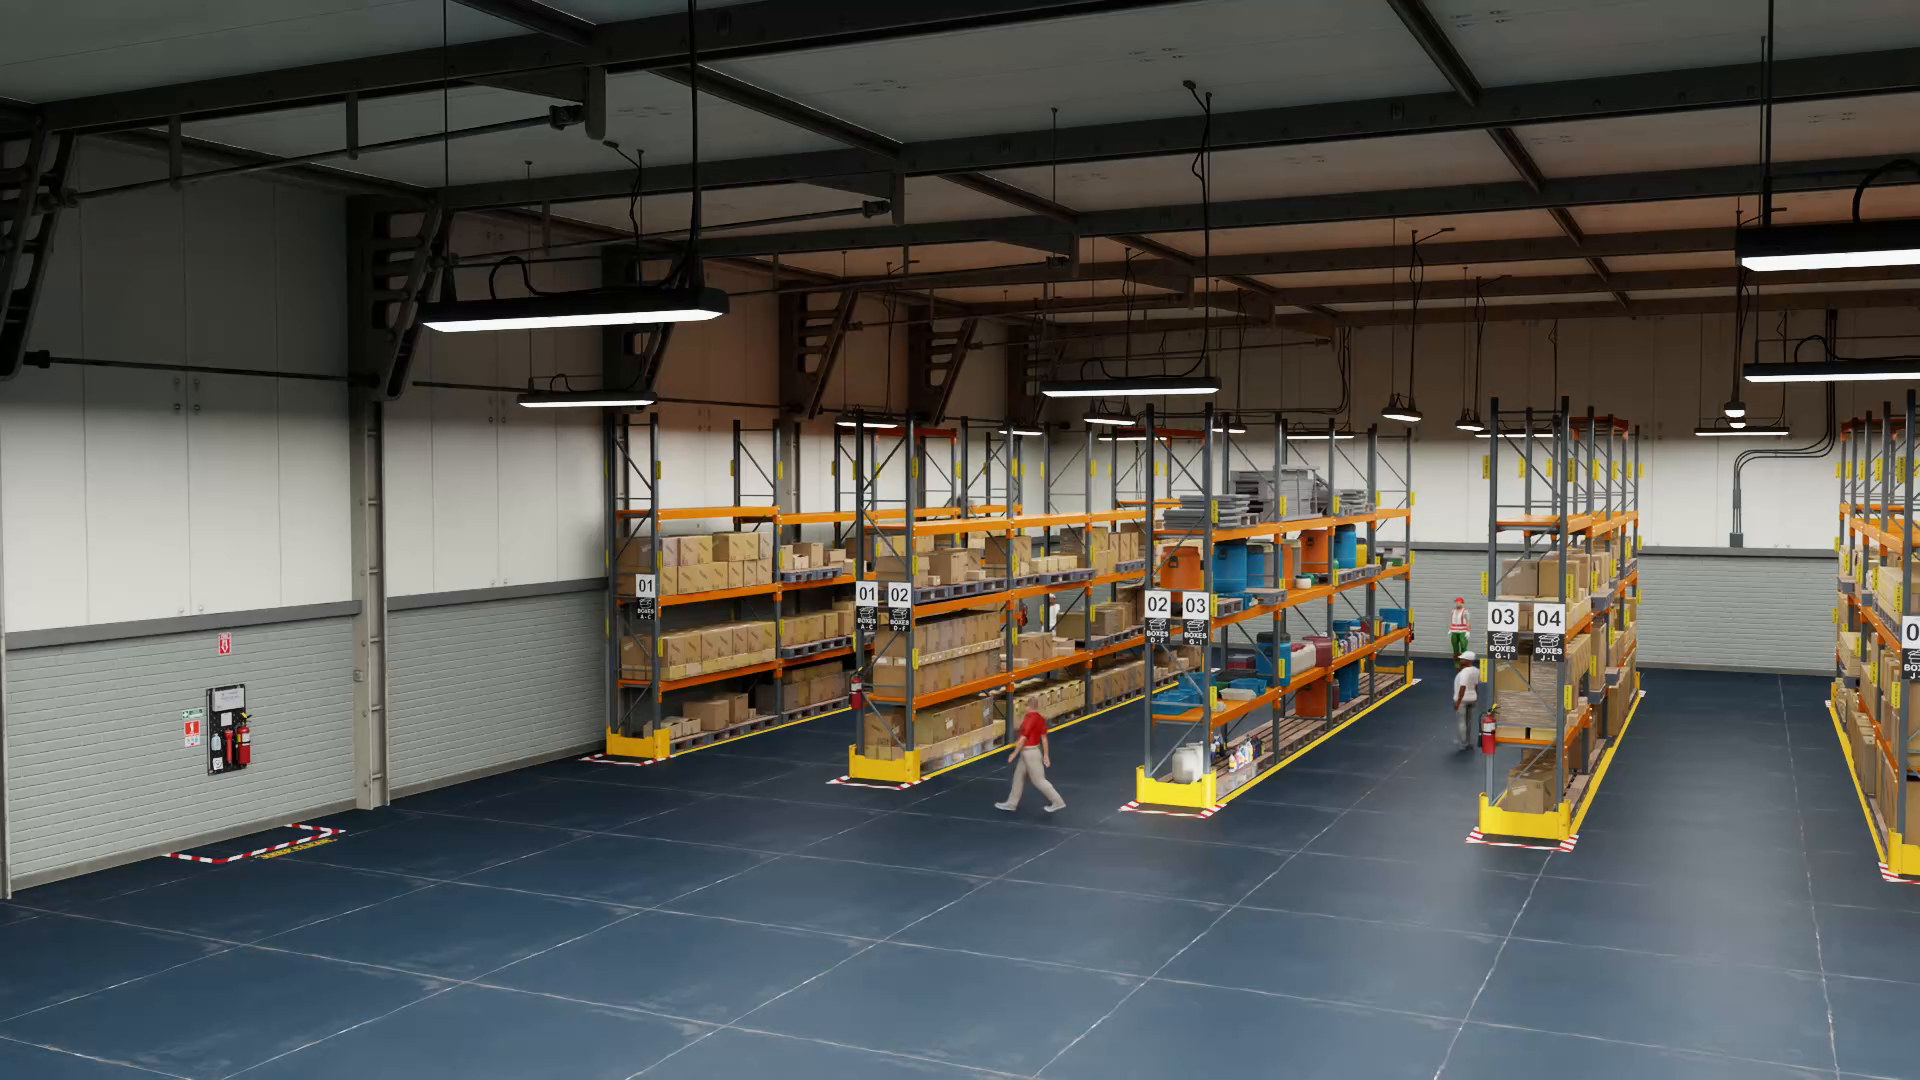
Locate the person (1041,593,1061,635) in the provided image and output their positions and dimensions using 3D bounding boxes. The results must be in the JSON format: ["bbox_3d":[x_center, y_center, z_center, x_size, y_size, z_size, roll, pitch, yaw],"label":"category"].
[{"bbox_3d":[2.422,2.285,43.995,0.584,1.763,0.698,-2,3,-39],"label":"person"}]

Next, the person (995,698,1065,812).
[{"bbox_3d":[1.015,3.138,24.204,1.040,1.684,0.493,0,2,3],"label":"person"}]

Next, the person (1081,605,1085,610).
[{"bbox_3d":[2.941,2.456,40.248,0.535,1.770,0.995,1,3,26],"label":"person"}]

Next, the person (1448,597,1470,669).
[{"bbox_3d":[12.547,2.349,41.884,0.574,1.798,0.550,1,3,32],"label":"person"}]

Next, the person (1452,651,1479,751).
[{"bbox_3d":[9.036,2.869,29.955,0.575,1.762,0.653,-1,3,-31],"label":"person"}]
